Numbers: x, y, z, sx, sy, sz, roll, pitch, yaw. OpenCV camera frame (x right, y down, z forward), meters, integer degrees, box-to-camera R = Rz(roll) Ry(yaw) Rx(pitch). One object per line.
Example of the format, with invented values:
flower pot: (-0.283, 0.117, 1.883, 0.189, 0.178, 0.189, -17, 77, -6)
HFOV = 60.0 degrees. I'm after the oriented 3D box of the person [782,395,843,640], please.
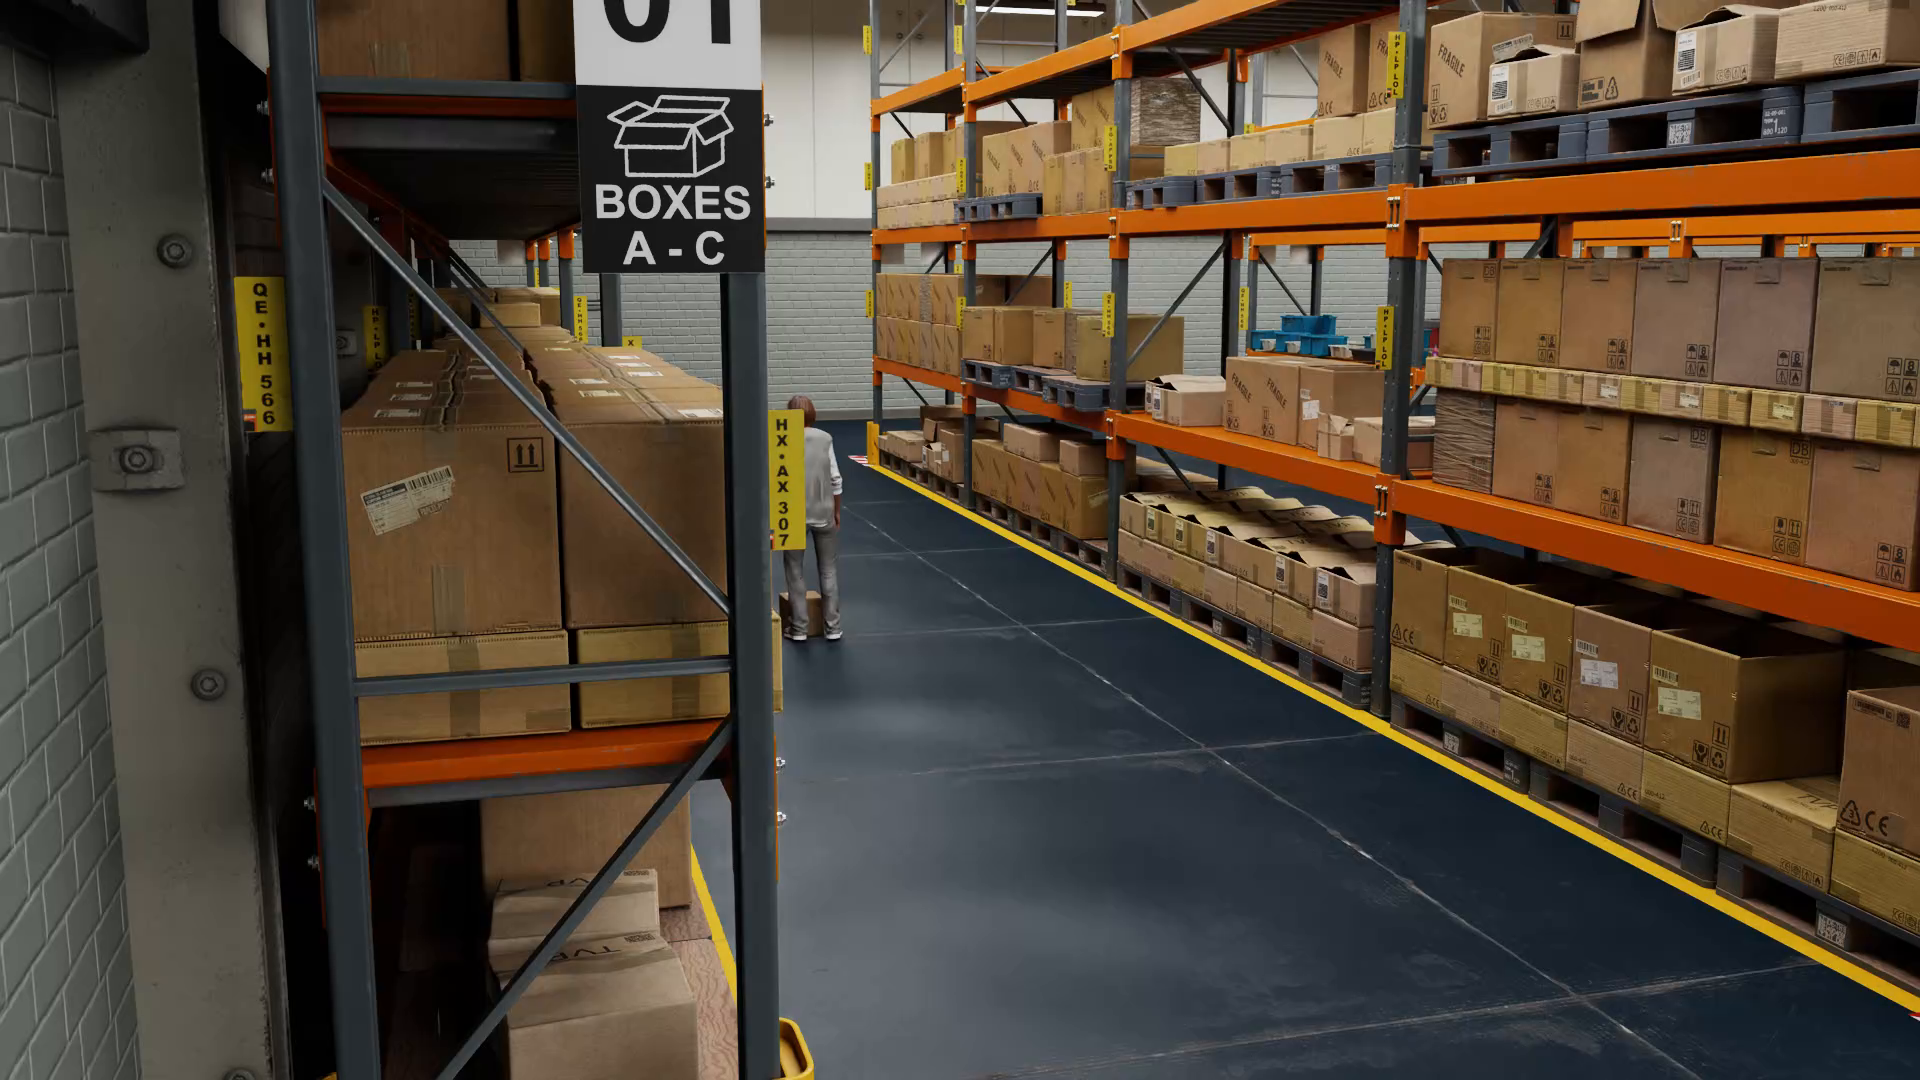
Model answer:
person: (-0.985, -0.136, 10.736, 0.477, 1.591, 0.377, -3, 10, -19)
